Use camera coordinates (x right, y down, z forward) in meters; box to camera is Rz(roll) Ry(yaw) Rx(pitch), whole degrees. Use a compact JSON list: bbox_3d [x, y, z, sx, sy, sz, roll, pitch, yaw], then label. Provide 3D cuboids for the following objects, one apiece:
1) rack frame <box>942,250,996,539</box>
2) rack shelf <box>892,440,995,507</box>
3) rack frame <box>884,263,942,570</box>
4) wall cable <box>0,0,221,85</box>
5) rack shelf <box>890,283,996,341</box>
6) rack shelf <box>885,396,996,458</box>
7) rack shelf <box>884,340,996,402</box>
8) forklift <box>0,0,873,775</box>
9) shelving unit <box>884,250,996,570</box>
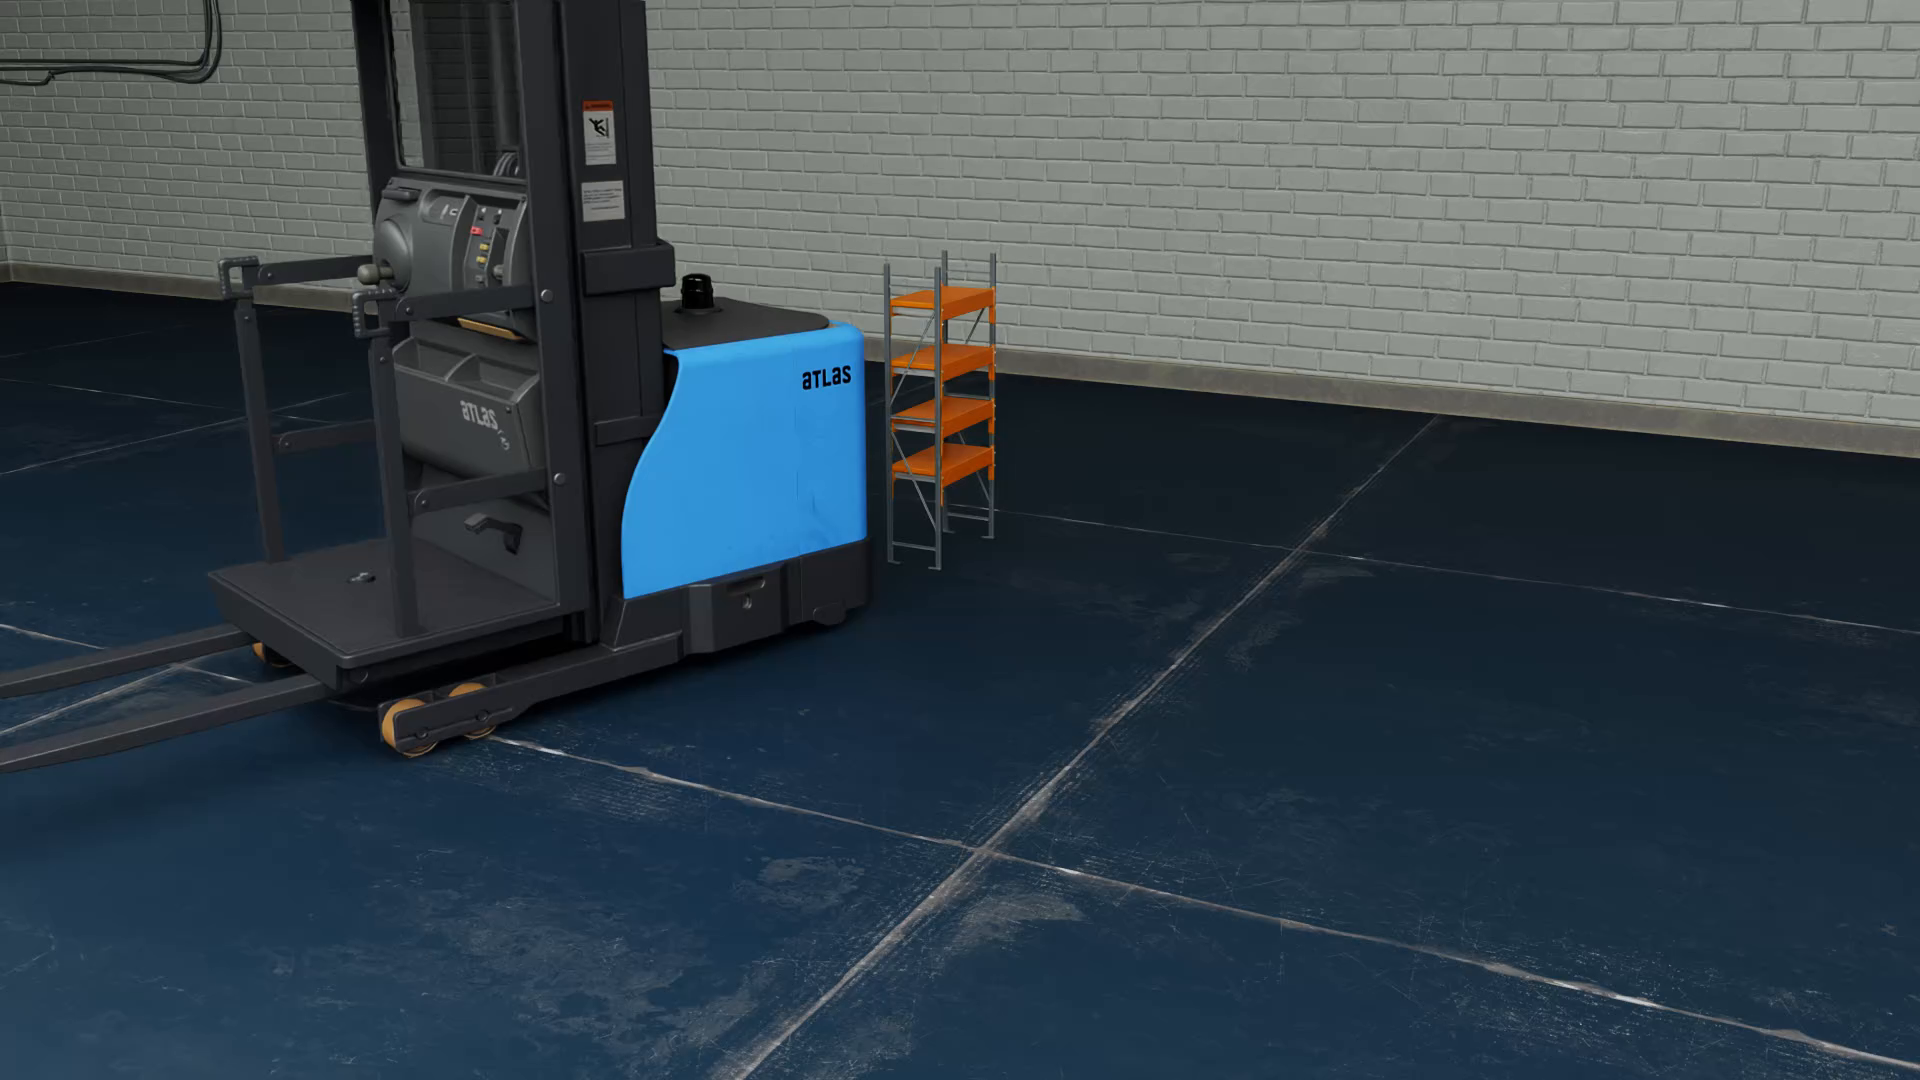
[{"bbox_3d":[0.035,-0.595,6.921,0.240,1.200,0.015,8,18,25],"label":"rack frame"},{"bbox_3d":[-0.074,-0.278,6.787,0.258,0.148,0.480,8,18,25],"label":"rack shelf"},{"bbox_3d":[-0.183,-0.471,6.502,0.240,1.200,0.015,8,18,25],"label":"rack frame"},{"bbox_3d":[-7.126,-4.933,13.281,3.097,2.526,0.112,8,18,25],"label":"wall cable"},{"bbox_3d":[-0.074,-0.910,6.600,0.258,0.148,0.480,8,18,25],"label":"rack shelf"},{"bbox_3d":[-0.074,-0.469,6.731,0.258,0.148,0.480,8,18,25],"label":"rack shelf"},{"bbox_3d":[-0.074,-0.683,6.667,0.258,0.148,0.480,8,18,25],"label":"rack shelf"},{"bbox_3d":[-1.742,-0.936,5.028,3.031,2.935,1.130,-15,22,-41],"label":"forklift"},{"bbox_3d":[-0.074,-0.533,6.712,0.258,1.200,0.503,8,18,25],"label":"shelving unit"}]
